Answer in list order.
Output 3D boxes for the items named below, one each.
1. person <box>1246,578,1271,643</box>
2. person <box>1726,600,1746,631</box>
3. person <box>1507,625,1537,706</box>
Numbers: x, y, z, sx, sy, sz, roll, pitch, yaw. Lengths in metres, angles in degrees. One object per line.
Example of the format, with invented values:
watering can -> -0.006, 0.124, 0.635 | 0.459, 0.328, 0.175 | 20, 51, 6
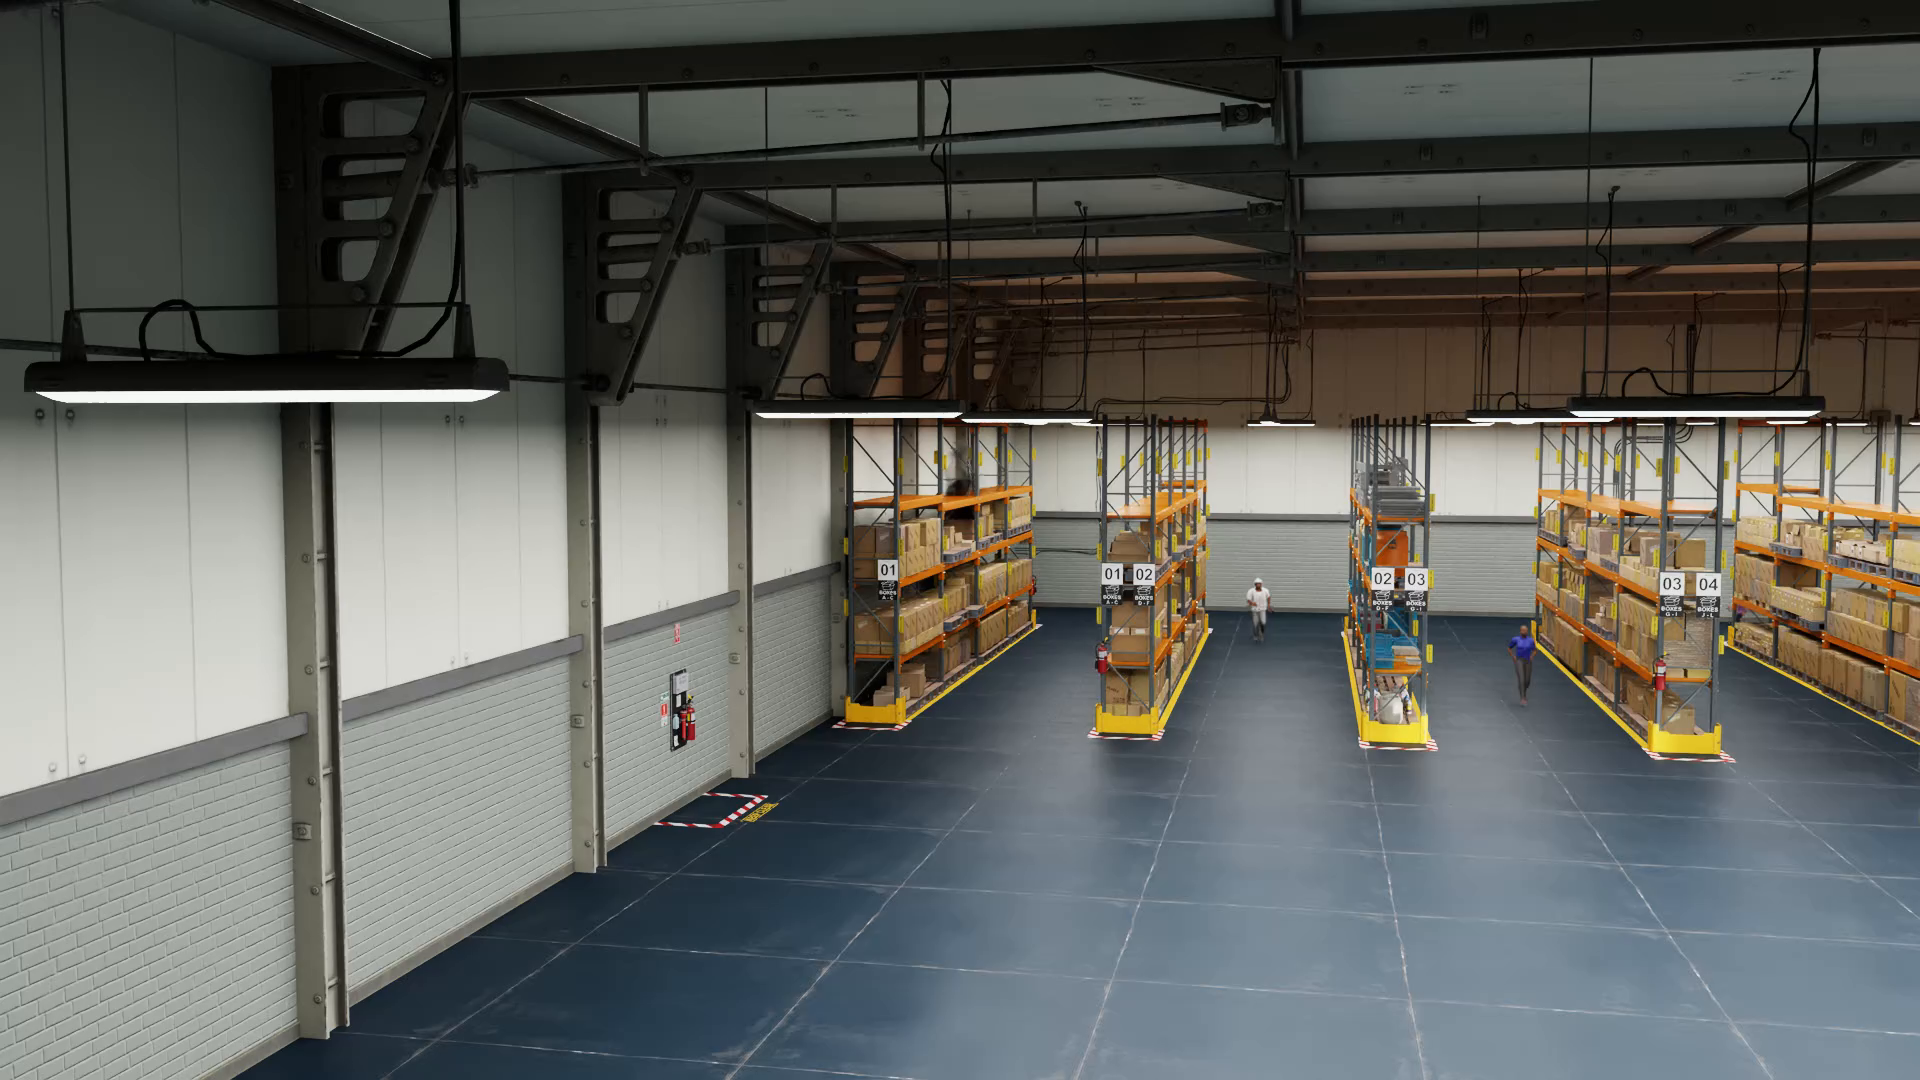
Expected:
person -> 7.994, 1.886, 44.452 | 0.674, 1.735, 0.756 | 0, 4, 3
person -> 20.982, 1.970, 44.894 | 0.549, 1.555, 0.553 | 1, 4, 11
person -> 11.768, 2.595, 34.798 | 0.589, 1.652, 0.730 | 0, 4, 5
